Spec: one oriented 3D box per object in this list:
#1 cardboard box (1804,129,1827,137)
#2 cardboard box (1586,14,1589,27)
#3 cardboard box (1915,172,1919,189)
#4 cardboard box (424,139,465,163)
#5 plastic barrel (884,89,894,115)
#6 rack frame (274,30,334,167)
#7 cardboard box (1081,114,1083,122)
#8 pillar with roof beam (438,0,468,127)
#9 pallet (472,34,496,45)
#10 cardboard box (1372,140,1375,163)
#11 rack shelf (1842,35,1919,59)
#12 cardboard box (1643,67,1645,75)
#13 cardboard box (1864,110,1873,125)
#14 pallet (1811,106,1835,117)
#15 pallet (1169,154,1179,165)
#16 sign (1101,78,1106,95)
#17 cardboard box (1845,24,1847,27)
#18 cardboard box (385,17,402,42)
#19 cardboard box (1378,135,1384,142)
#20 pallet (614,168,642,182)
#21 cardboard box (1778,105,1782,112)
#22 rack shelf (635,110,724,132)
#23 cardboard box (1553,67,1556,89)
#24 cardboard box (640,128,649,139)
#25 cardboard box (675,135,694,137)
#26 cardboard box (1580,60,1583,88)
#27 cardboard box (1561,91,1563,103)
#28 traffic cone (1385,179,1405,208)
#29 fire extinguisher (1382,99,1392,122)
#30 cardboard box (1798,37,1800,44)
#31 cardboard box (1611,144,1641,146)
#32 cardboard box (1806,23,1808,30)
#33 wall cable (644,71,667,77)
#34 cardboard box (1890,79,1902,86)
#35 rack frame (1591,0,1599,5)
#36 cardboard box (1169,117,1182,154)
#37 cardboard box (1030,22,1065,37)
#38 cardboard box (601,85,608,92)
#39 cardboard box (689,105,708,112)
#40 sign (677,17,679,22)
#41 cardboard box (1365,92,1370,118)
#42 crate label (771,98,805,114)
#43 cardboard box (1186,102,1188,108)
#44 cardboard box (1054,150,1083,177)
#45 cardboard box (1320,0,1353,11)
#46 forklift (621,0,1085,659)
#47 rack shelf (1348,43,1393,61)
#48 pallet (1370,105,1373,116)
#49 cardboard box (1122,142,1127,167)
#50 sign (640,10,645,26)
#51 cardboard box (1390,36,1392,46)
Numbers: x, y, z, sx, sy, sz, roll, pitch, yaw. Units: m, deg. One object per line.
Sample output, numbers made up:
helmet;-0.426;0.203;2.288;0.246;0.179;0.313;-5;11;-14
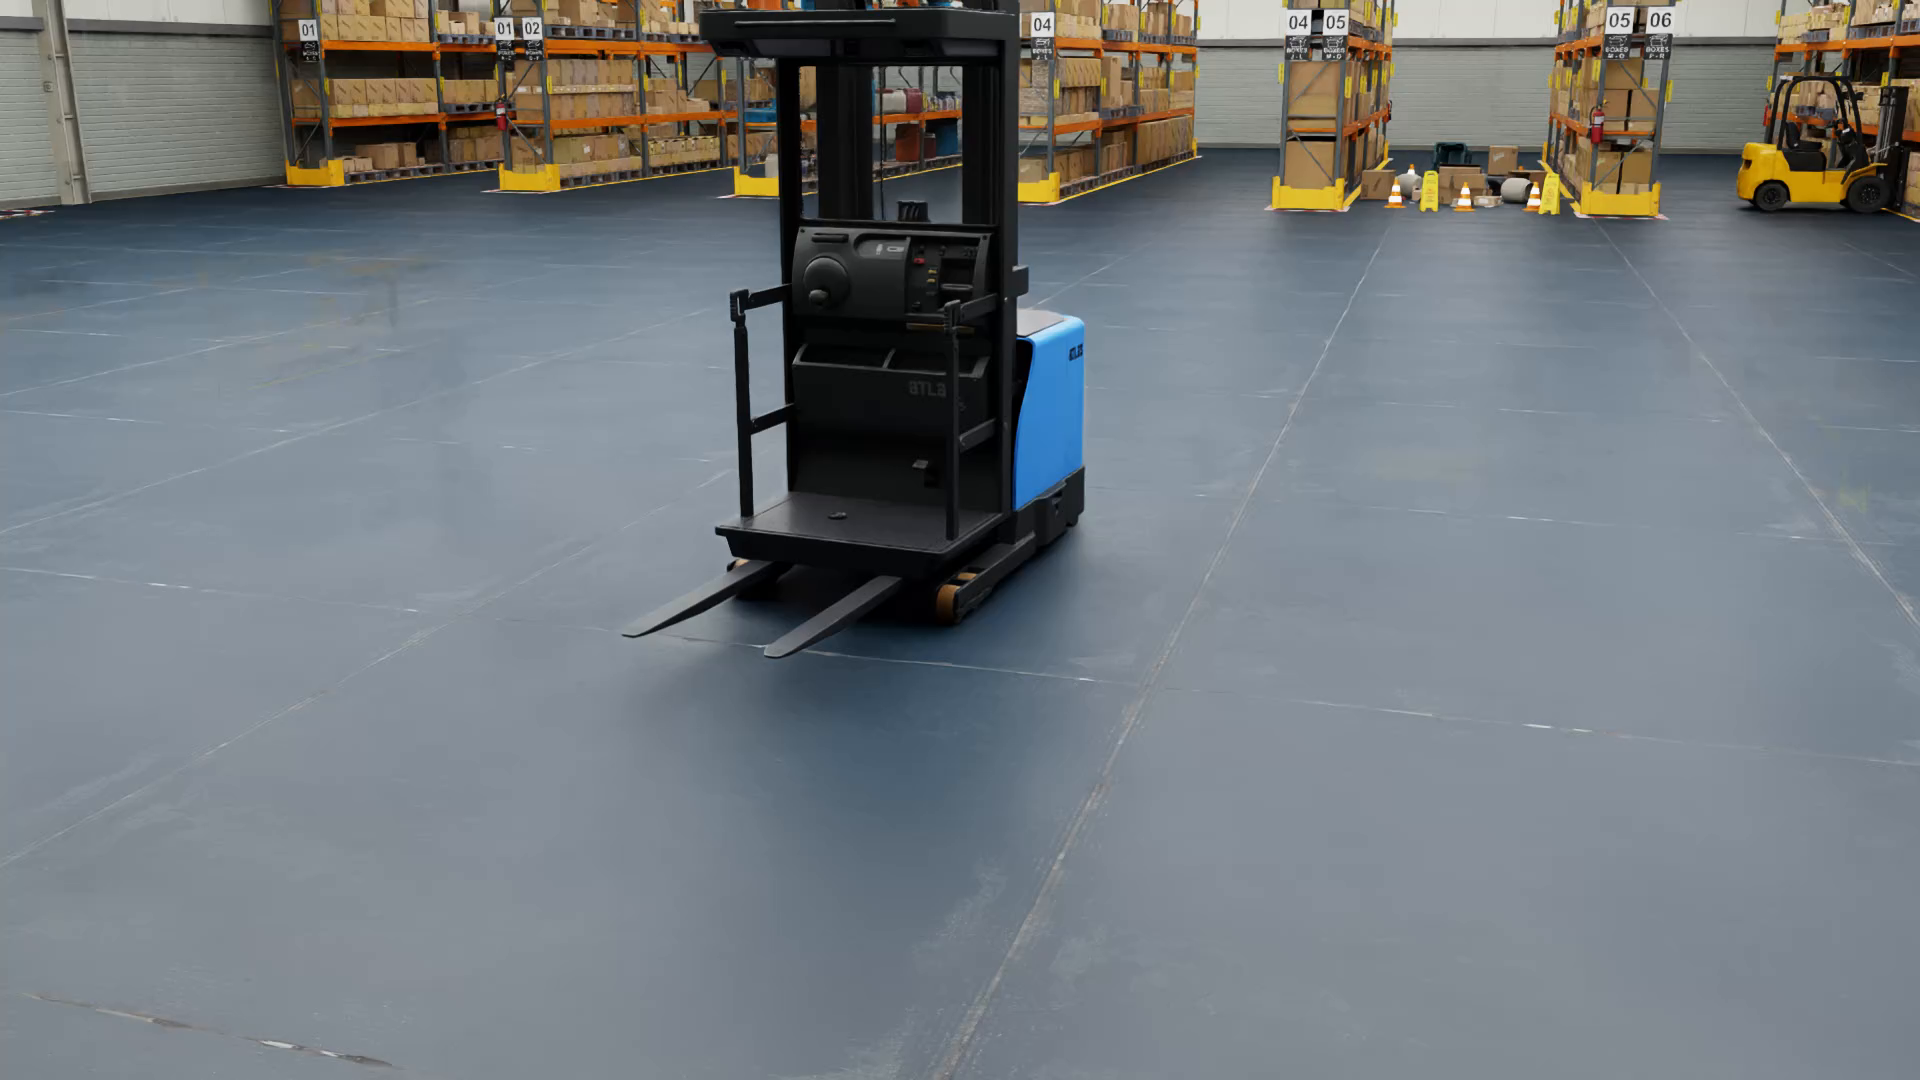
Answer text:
cardboard box;18.442;-8.778;35.858;0.380;0.149;0.250;4;16;13
cardboard box;12.651;-10.050;32.584;0.700;0.500;0.500;5;16;16
cardboard box;15.255;-5.600;25.929;0.500;0.250;0.500;4;16;15
cardboard box;-11.762;-8.883;37.925;0.700;0.500;0.500;5;17;18
plastic barrel;-1.643;-9.516;36.132;0.433;0.535;0.433;0;16;0
rack frame;-13.092;-8.634;33.271;1.000;3.000;0.127;5;16;16
cardboard box;2.110;-8.005;31.514;0.380;0.149;0.250;5;16;16
pillar with roof beam;-7.890;-13.006;37.692;9.100;9.000;0.400;5;16;16
pallet;-11.386;-11.458;38.075;1.213;0.211;1.003;5;16;16
cardboard box;9.177;-8.862;37.887;0.500;0.500;0.500;4;16;15
rack shelf;17.122;-8.996;30.368;1.077;0.370;4.000;5;16;16
cardboard box;12.266;-8.560;30.326;0.380;0.149;0.250;5;16;16
cardboard box;16.583;-7.587;29.857;0.500;0.250;0.500;5;16;16
pallet;18.238;-8.839;34.346;1.003;0.211;1.213;5;16;16
pallet;4.856;-9.472;41.337;1.003;0.211;1.213;5;16;16
sign;2.814;-8.904;32.638;0.100;0.325;0.005;5;16;16
cardboard box;17.652;-10.162;32.708;0.380;0.149;0.250;4;16;15
cardboard box;-12.139;-10.750;35.017;0.500;0.500;0.500;4;16;14
cardboard box;10.443;-10.076;41.720;0.380;0.149;0.250;4;16;15
pallet;-7.471;-7.751;35.268;1.003;0.211;1.213;5;16;16
cardboard box;19.193;-9.996;38.535;0.380;0.149;0.250;4;16;14
rack shelf;-6.637;-9.474;37.553;1.077;0.370;4.000;5;16;16
cardboard box;14.654;-11.189;40.264;0.500;0.500;0.500;4;16;14
cardboard box;-9.077;-11.226;46.220;0.700;0.500;0.500;5;17;17
cardboard box;-6.499;-9.378;39.138;0.500;0.311;0.500;5;17;18
cardboard box;11.125;-8.072;28.730;0.700;0.500;0.500;4;16;15
cardboard box;13.381;-9.659;36.244;0.500;0.250;0.500;5;17;17
traffic cone;7.394;-5.879;28.207;0.336;0.463;0.334;5;16;16
fire extinguisher;10.943;-11.070;42.685;0.296;0.674;0.183;5;16;16
cardboard box;18.981;-11.172;37.185;0.380;0.149;0.250;5;17;18
cardboard box;11.882;-6.824;29.785;0.500;0.500;0.500;4;16;15
cardboard box;18.361;-10.993;35.601;0.380;0.149;0.250;5;17;17
wall cable;-9.088;-13.717;49.330;0.084;1.984;1.851;5;16;16
cardboard box;16.178;-7.818;28.479;0.380;0.149;0.250;5;17;17
rack frame;11.793;-10.645;29.370;1.000;3.000;0.127;5;16;16
cardboard box;5.085;-10.203;41.927;0.875;0.875;0.875;5;16;16
cardboard box;1.540;-8.958;29.193;0.500;0.250;0.500;5;17;18
cardboard box;-7.439;-9.237;34.027;0.380;0.149;0.250;5;17;17
cardboard box;-6.059;-9.966;38.428;0.380;0.149;0.250;5;16;16
sign;-6.588;-12.078;38.970;0.100;0.325;0.005;5;16;16
cardboard box;8.142;-8.942;34.176;0.500;0.500;0.500;5;16;16
crate label;-3.330;-8.385;32.329;0.502;0.435;0.616;5;16;16
cardboard box;5.628;-11.160;42.640;0.380;0.149;0.250;4;16;15
cardboard box;2.140;-7.426;32.824;0.500;0.500;0.500;4;16;14
cardboard box;6.265;-8.941;27.634;0.500;0.250;0.500;5;16;16
forklift;-0.389;-1.187;7.142;1.130;2.935;3.031;6;17;22
rack shelf;9.860;-11.830;40.361;1.077;0.370;4.000;5;16;16
pallet;8.256;-9.266;35.851;1.213;0.211;1.003;5;16;16
cardboard box;3.257;-8.406;36.245;0.700;0.500;0.500;4;16;13
sign;-6.672;-10.984;34.969;0.100;0.325;0.005;5;16;16
cardboard box;10.415;-12.354;41.164;0.500;0.250;0.500;5;16;16
